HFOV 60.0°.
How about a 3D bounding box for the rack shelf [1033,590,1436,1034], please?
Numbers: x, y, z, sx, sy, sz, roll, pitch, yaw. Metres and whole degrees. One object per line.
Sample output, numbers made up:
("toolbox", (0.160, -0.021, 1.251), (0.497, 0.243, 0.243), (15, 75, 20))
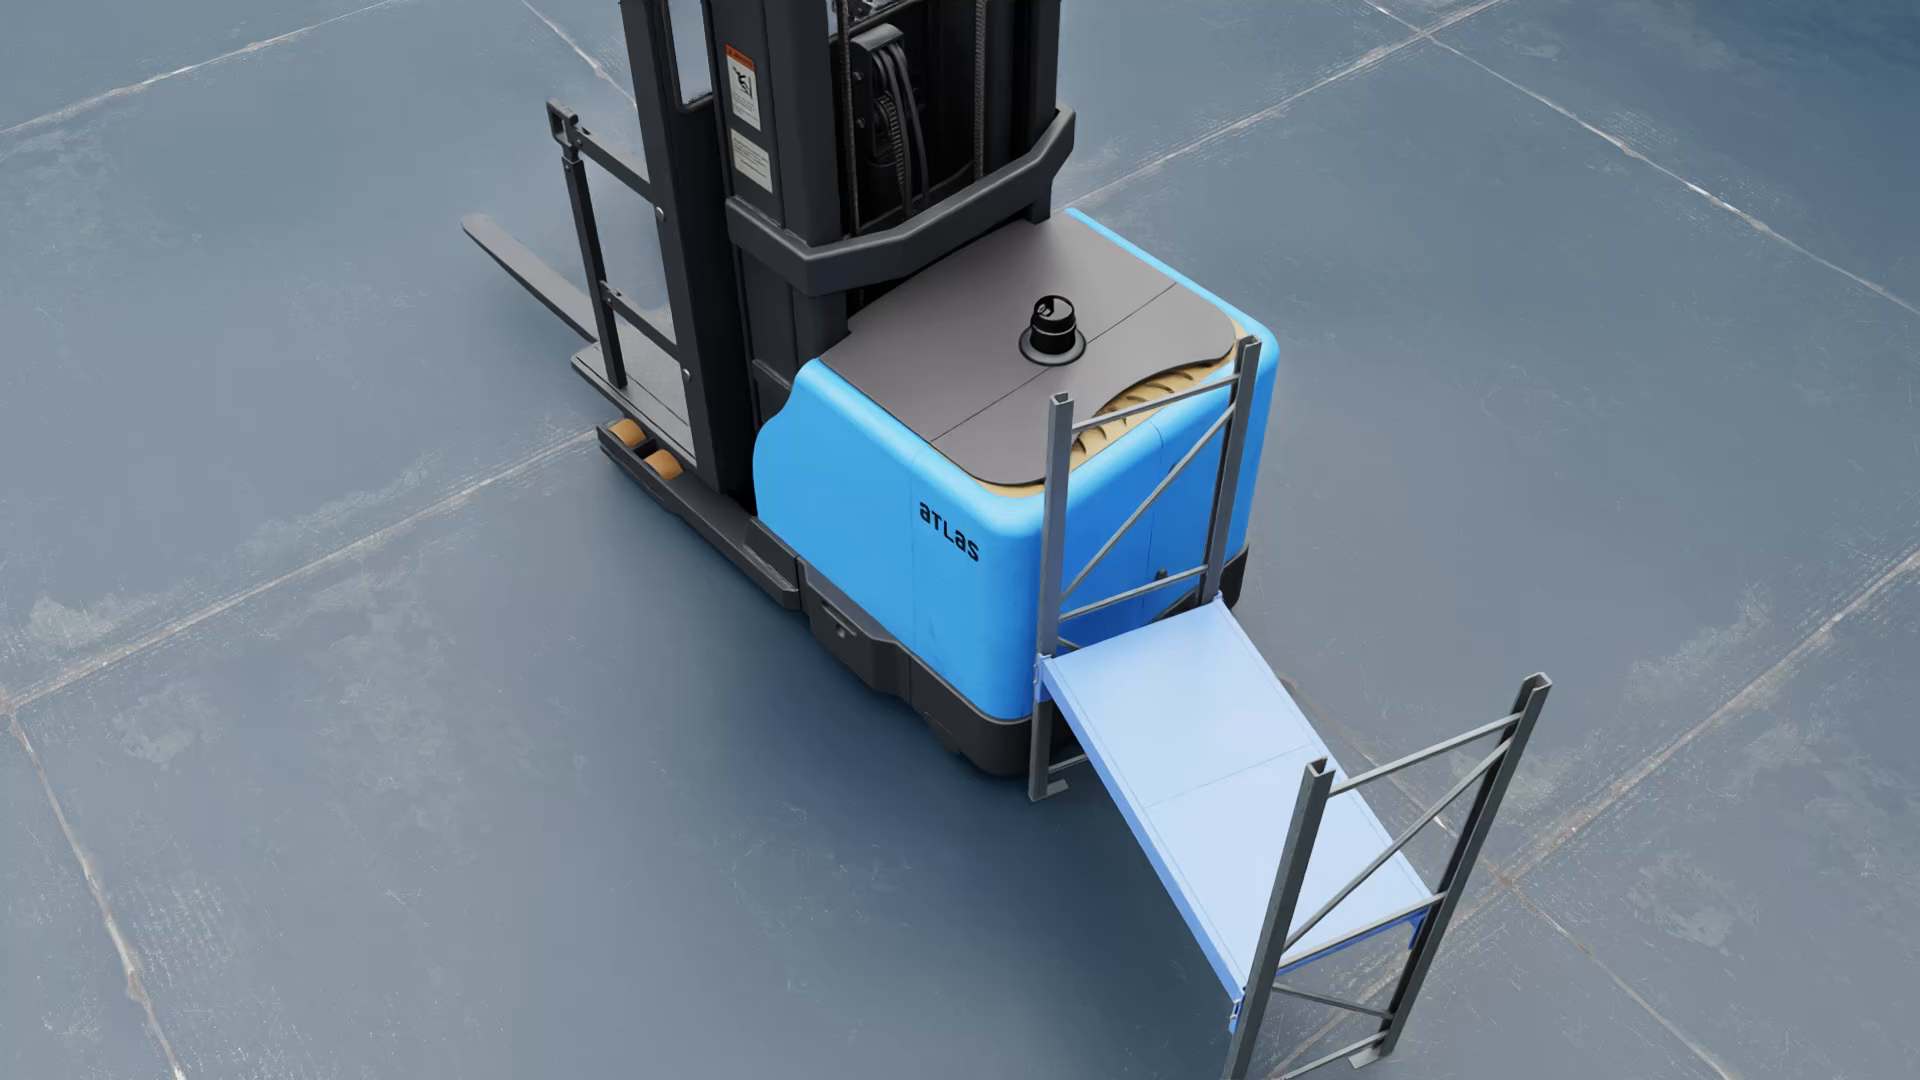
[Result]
("rack shelf", (0.628, 0.602, 3.935), (0.538, 0.185, 1.000), (-18, 50, -16))

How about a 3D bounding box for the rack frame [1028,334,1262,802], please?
("rack frame", (0.423, 0.137, 4.114), (0.500, 1.500, 0.032), (-18, 50, -16))

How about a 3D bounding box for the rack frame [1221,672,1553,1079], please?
("rack frame", (0.833, 0.826, 3.489), (0.500, 1.500, 0.032), (-18, 50, -16))

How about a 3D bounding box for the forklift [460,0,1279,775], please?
("forklift", (-0.528, -1.341, 4.488), (1.130, 2.935, 3.031), (-35, 56, -27))

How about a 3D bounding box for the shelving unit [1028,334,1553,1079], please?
("shelving unit", (0.628, 0.481, 3.801), (0.538, 1.500, 1.048), (-18, 50, -16))
